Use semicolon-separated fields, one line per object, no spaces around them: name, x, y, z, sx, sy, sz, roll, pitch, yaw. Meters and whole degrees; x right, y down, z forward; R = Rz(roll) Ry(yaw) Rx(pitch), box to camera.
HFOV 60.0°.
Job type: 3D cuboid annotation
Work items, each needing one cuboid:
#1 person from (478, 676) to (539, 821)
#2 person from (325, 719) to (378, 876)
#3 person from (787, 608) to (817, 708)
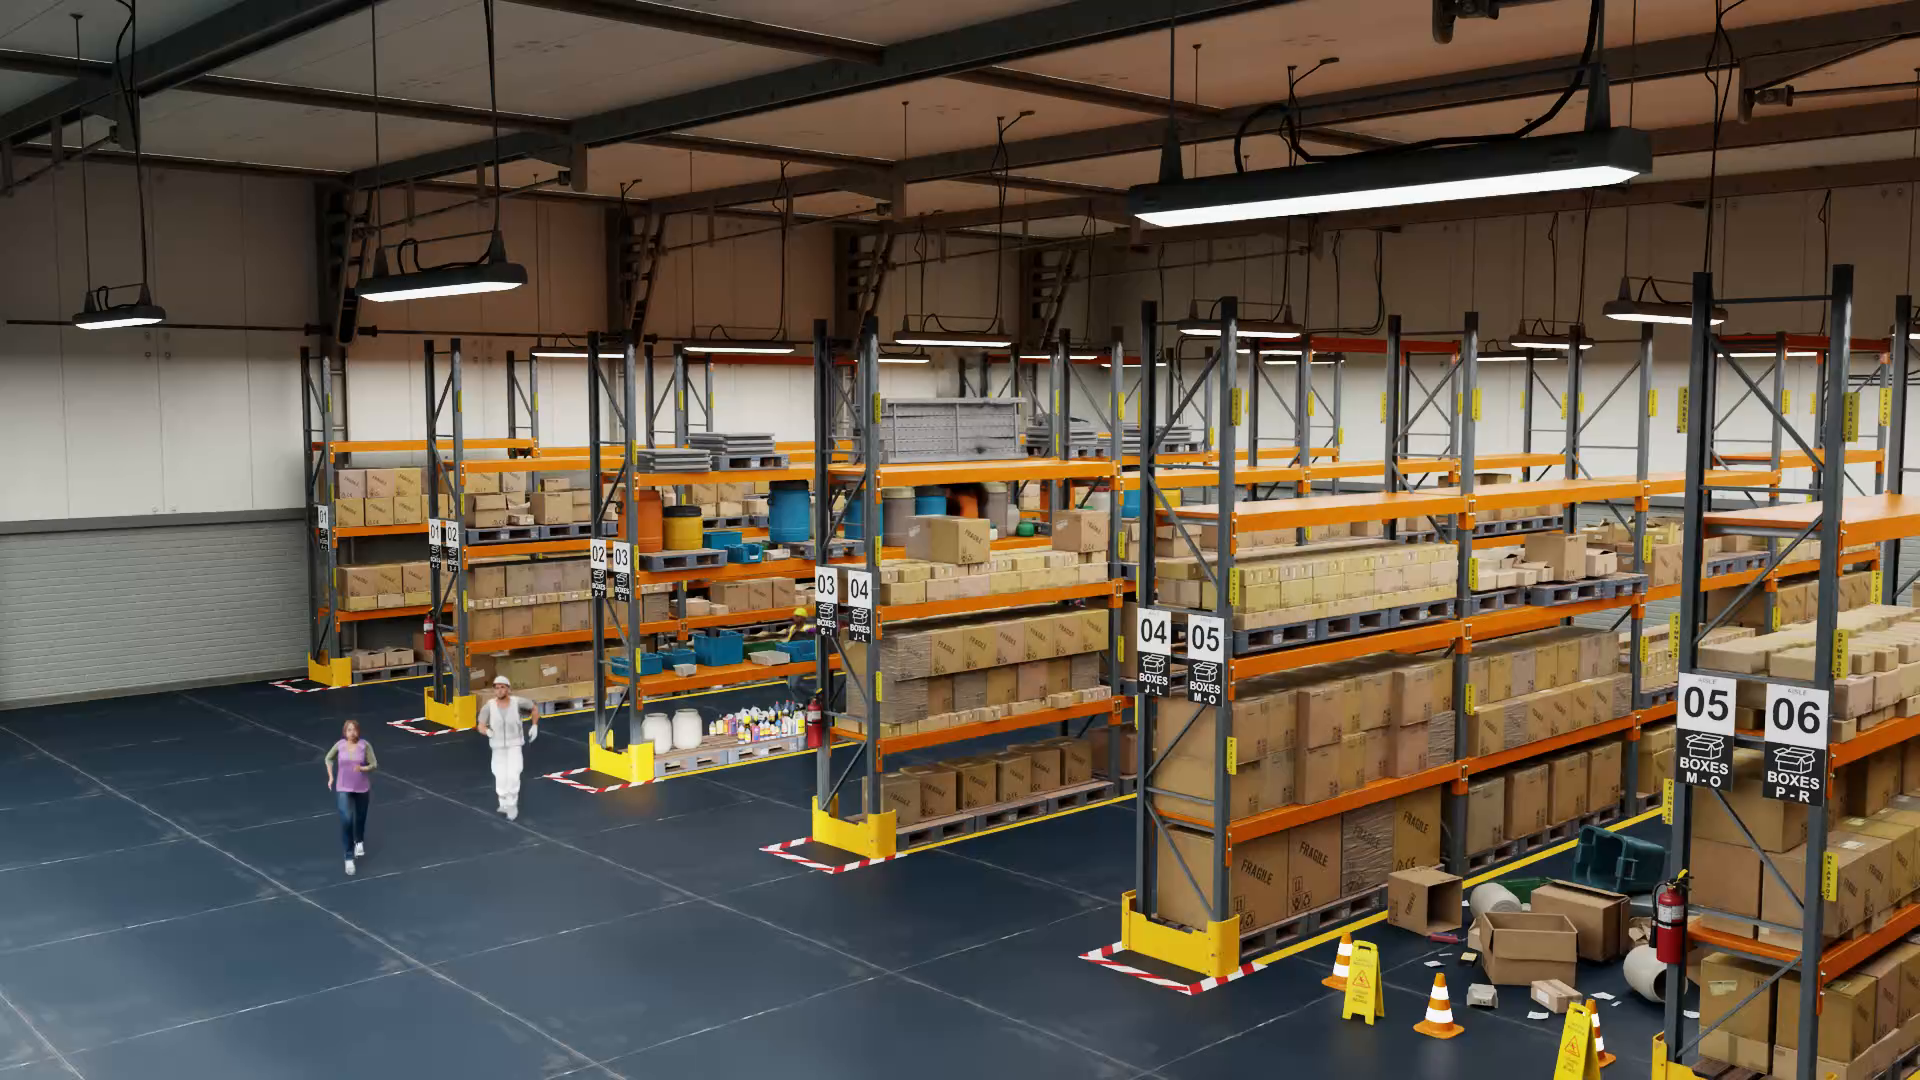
person;-5.455;2.502;20.068;0.677;1.754;0.857;0;5;-6
person;-6.632;2.759;18.157;0.514;1.636;0.753;-2;6;-25
person;-2.605;1.951;26.712;0.692;1.720;0.589;4;7;41
